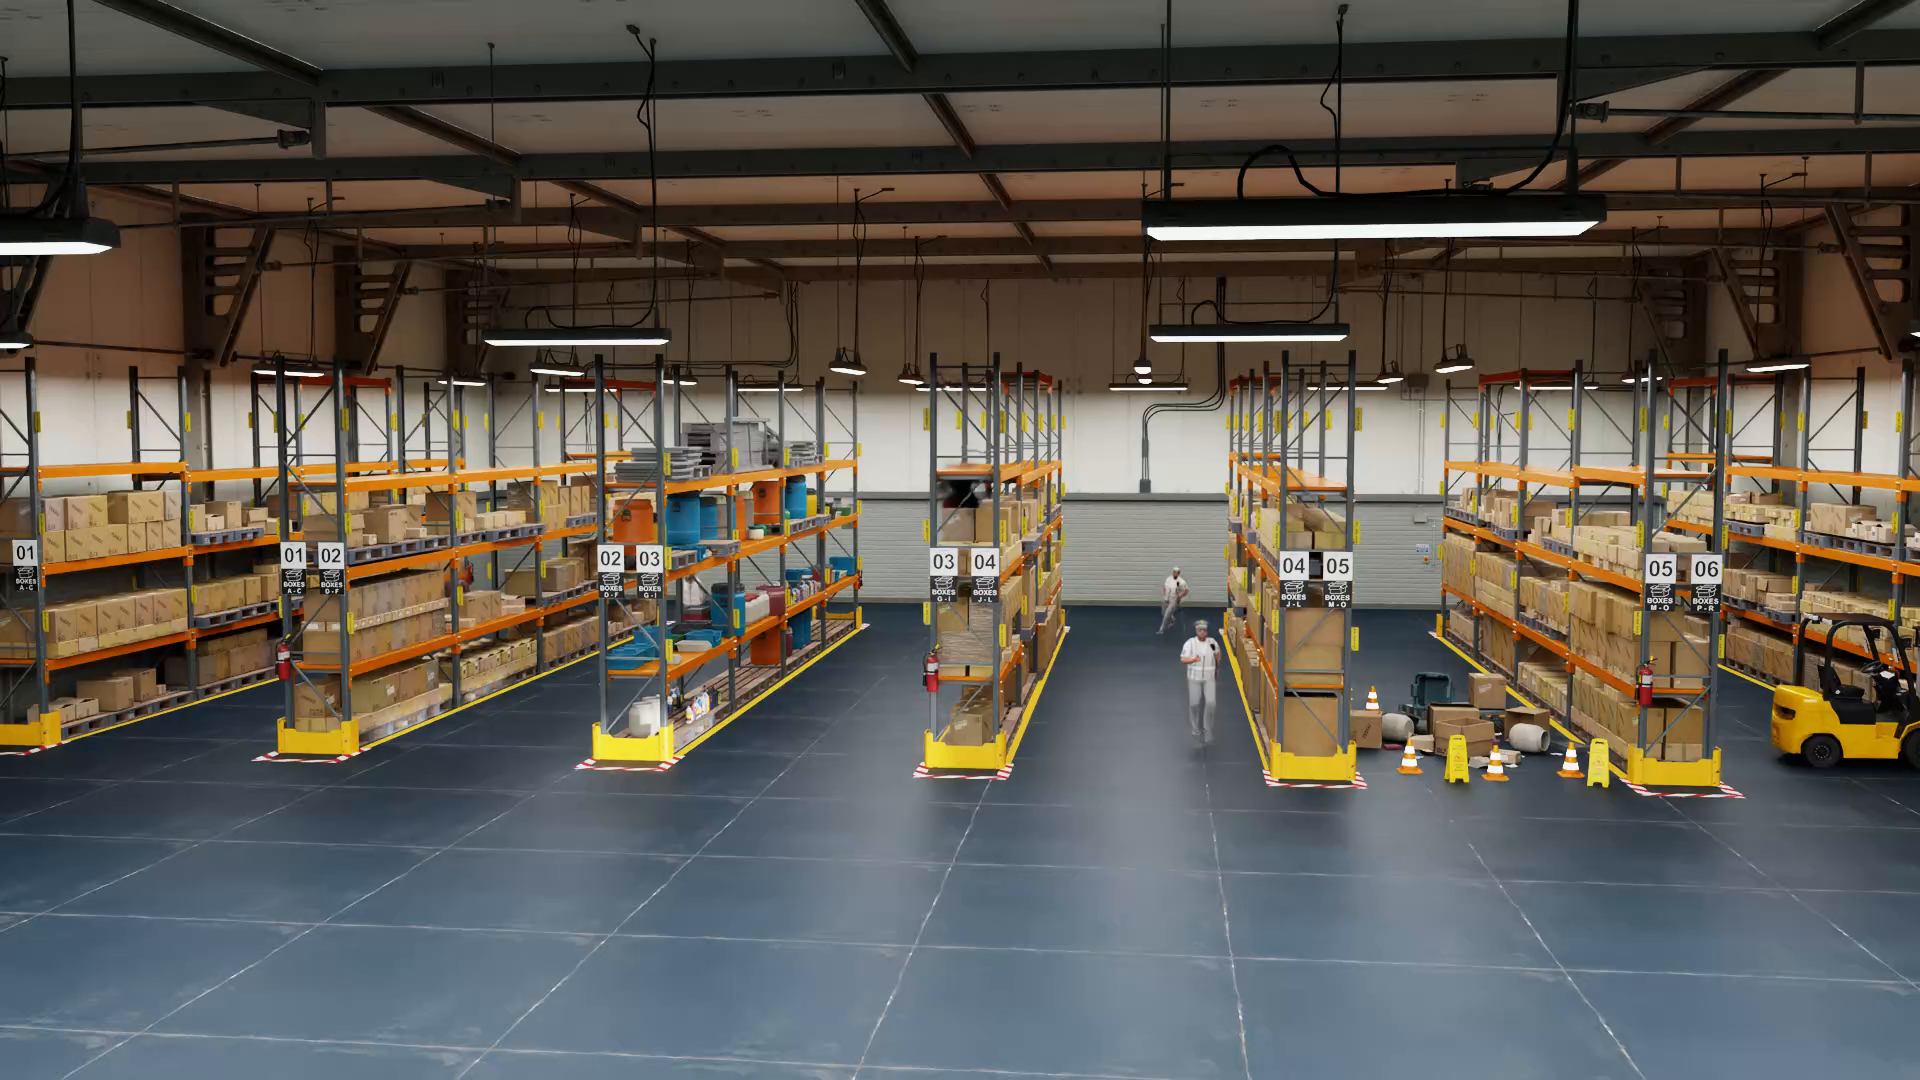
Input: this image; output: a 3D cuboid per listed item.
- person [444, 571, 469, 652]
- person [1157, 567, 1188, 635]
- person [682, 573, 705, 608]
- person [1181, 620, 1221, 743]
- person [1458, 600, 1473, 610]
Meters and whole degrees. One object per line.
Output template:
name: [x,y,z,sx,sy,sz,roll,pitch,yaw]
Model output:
person: [-11.076,1.516,36.453,0.689,1.811,0.984,0,4,-4]
person: [5.084,1.434,39.404,0.665,1.608,0.770,3,5,36]
person: [-6.150,1.457,38.100,0.646,1.726,0.652,0,4,-2]
person: [3.665,2.116,25.228,0.642,1.821,0.761,0,4,2]
person: [12.306,1.419,40.111,0.611,1.474,0.766,2,4,24]
